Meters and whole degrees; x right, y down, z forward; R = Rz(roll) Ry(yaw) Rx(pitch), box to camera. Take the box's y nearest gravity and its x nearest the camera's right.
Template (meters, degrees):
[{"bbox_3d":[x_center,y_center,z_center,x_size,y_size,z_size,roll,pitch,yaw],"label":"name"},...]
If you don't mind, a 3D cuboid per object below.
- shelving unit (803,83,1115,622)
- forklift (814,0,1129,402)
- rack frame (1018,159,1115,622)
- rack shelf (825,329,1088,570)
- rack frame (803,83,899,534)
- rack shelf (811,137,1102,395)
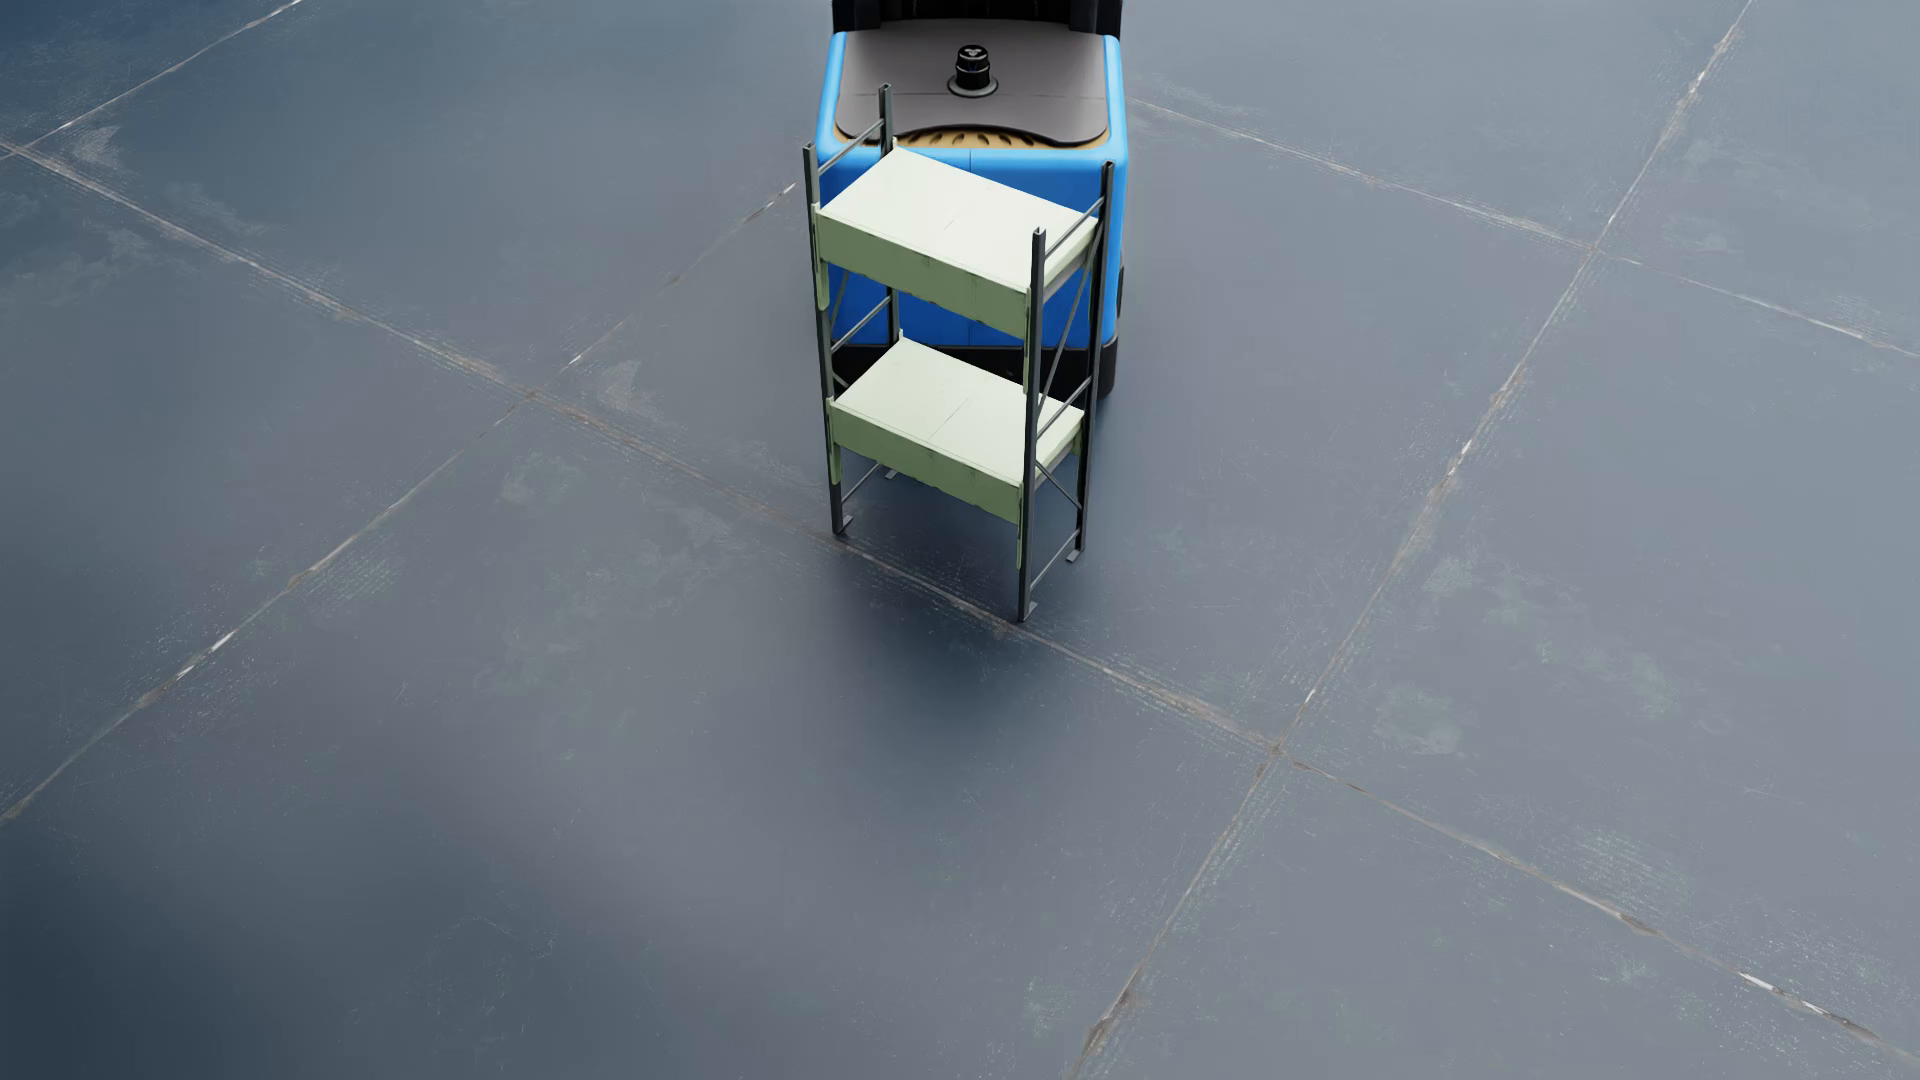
[{"bbox_3d":[-0.006,-0.525,5.058,0.755,1.500,0.431,25,51,22],"label":"shelving unit"},{"bbox_3d":[0.070,-2.561,6.038,1.130,2.935,3.031,1,46,1],"label":"forklift"},{"bbox_3d":[0.302,-0.384,4.920,0.023,1.500,0.400,25,51,22],"label":"rack frame"},{"bbox_3d":[-0.006,-0.298,5.292,0.720,0.370,0.431,25,51,22],"label":"rack shelf"},{"bbox_3d":[-0.314,-0.667,5.196,0.023,1.500,0.400,25,51,22],"label":"rack frame"},{"bbox_3d":[-0.006,-0.797,4.778,0.720,0.370,0.431,25,51,22],"label":"rack shelf"}]
